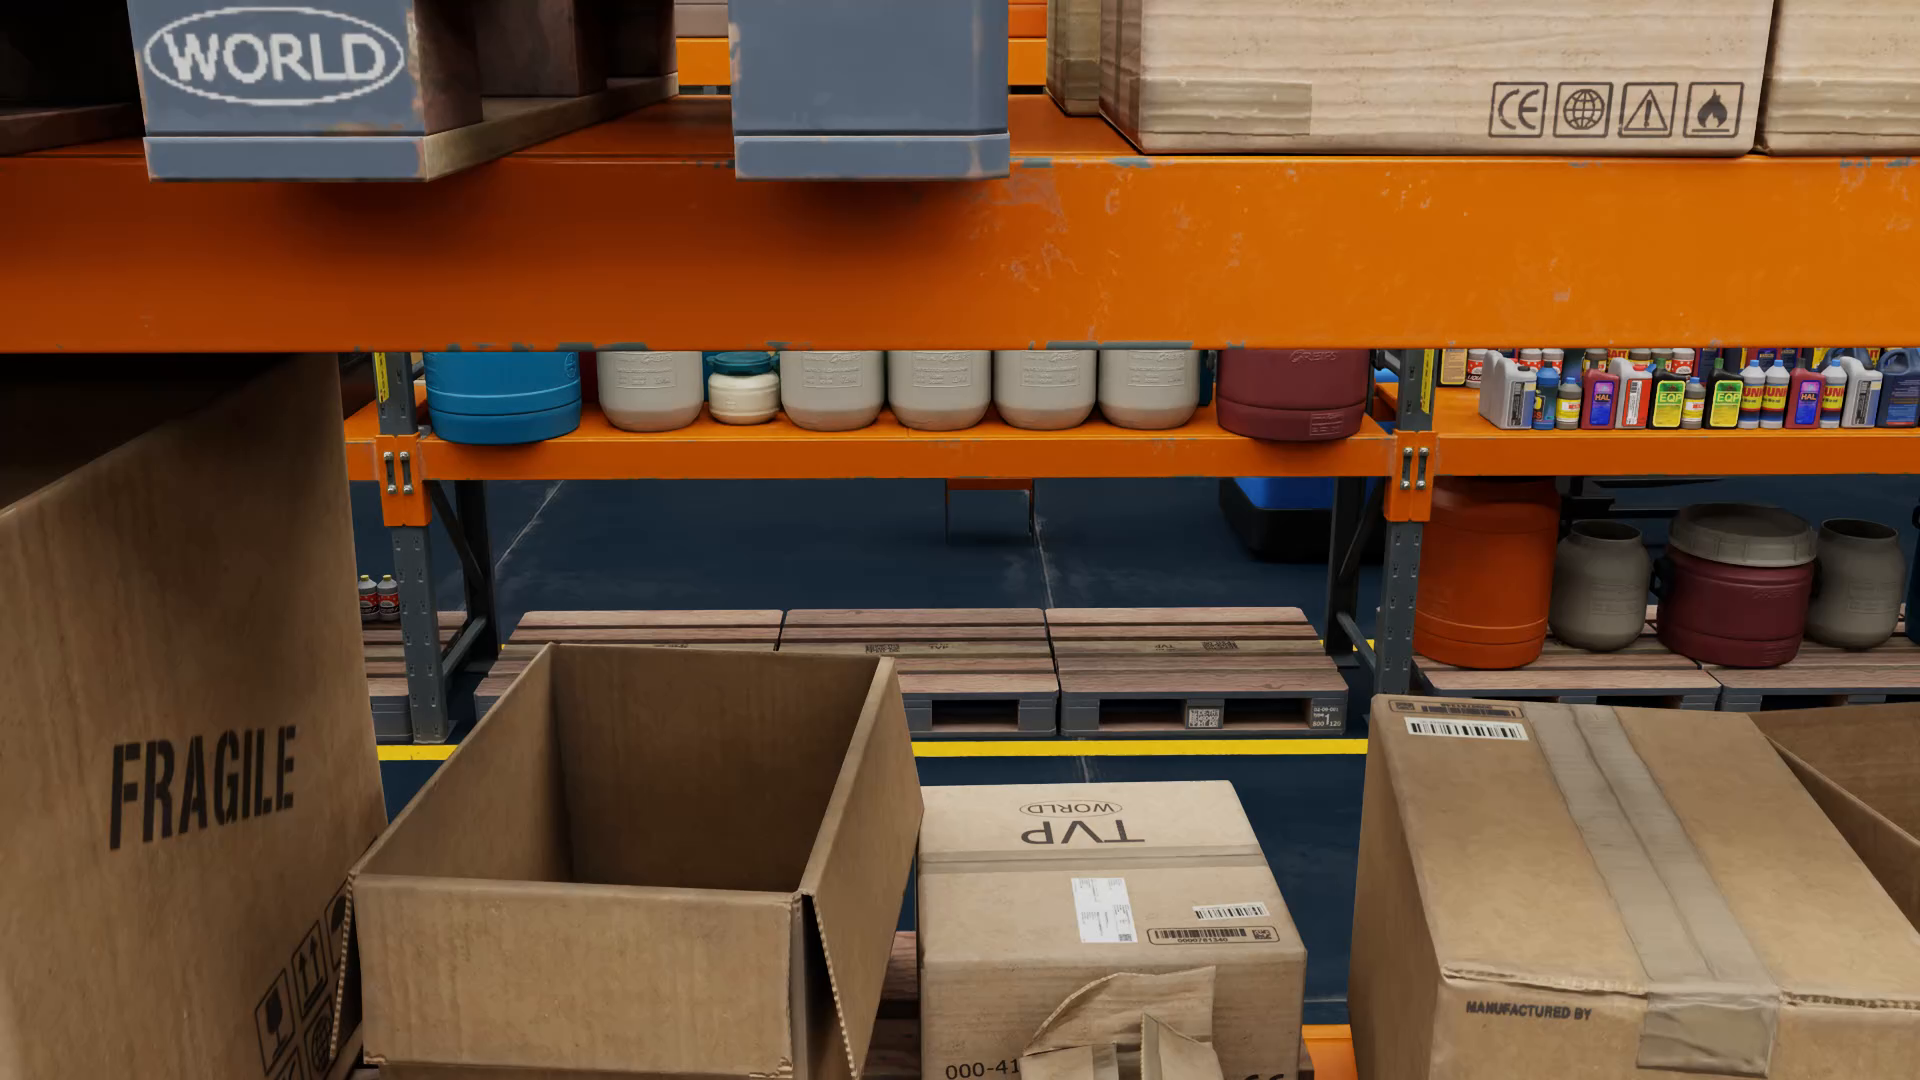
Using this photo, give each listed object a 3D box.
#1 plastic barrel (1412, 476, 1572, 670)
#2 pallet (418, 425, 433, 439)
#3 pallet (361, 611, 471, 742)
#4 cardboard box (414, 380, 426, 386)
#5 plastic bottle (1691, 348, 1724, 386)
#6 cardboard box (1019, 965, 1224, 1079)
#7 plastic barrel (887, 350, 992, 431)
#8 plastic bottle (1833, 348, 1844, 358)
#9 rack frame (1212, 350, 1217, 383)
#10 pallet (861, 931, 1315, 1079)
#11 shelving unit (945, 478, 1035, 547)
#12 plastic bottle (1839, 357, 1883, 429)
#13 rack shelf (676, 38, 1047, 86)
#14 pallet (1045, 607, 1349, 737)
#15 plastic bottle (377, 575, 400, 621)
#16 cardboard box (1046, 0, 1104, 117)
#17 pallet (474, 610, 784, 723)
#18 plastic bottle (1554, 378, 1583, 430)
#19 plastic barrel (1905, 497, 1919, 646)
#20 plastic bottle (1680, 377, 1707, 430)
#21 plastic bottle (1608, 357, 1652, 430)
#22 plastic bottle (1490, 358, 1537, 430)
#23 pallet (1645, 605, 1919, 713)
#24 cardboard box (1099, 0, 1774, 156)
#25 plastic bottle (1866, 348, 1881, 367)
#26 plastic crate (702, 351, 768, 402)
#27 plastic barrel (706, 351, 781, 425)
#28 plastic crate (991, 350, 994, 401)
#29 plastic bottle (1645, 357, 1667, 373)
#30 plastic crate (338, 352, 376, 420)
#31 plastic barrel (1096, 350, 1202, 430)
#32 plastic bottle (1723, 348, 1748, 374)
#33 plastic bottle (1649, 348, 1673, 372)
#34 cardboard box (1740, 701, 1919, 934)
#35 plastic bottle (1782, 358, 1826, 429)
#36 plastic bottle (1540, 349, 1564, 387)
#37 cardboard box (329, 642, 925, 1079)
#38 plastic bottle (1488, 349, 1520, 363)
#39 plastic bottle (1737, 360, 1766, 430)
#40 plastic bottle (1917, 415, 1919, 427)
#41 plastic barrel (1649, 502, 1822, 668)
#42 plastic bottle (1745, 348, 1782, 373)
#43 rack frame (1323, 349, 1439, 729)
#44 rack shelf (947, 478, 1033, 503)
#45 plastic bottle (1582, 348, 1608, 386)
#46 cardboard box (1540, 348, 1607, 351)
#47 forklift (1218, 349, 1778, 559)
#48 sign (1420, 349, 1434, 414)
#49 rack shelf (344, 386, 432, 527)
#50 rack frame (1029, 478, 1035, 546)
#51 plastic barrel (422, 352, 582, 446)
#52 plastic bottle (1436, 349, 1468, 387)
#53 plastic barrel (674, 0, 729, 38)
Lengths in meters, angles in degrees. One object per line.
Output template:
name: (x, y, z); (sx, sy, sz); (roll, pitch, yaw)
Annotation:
plastic barrel: (2.279, 0.078, 7.260); (0.708, 0.830, 0.600); (0, 18, -1)
pallet: (-4.303, -0.916, 12.058); (1.213, 0.211, 1.003); (0, 18, -1)
pallet: (-2.882, 0.589, 7.365); (1.213, 0.211, 1.003); (0, 18, -1)
cardboard box: (-3.744, -1.057, 11.747); (0.500, 0.250, 0.500); (0, 18, -1)
plastic bottle: (3.331, -0.830, 7.417); (0.133, 0.283, 0.061); (0, 18, -1)
cardboard box: (0.205, 0.719, 1.928); (0.258, 0.266, 0.396); (-1, 18, -2)
plastic barrel: (-0.083, -0.737, 6.712); (0.433, 0.535, 0.433); (0, 18, 0)
plastic bottle: (3.854, -0.778, 7.272); (0.097, 0.271, 0.097); (0, 18, 0)
rack frame: (1.716, -2.261, 11.686); (0.127, 3.000, 1.000); (0, 18, -1)
pallet: (-0.110, 0.878, 2.214); (1.213, 0.211, 1.003); (0, 18, -1)
shelving unit: (0.166, -0.572, 9.367); (0.503, 1.200, 0.258); (0, 18, -1)
plastic bottle: (3.615, -0.599, 6.708); (0.135, 0.276, 0.152); (0, 18, -1)
rack shelf: (-0.210, -1.824, 6.591); (4.000, 0.370, 1.077); (0, 18, -1)
pallet: (1.015, 0.571, 7.421); (1.213, 0.211, 1.003); (0, 18, -1)
plastic bottle: (-2.636, 0.262, 7.681); (0.097, 0.201, 0.097); (0, 18, 0)
cardboard box: (0.367, -0.660, 2.030); (0.500, 0.250, 0.500); (0, 18, 0)
pallet: (-1.425, 0.583, 7.384); (1.213, 0.211, 1.003); (0, 18, -1)
plastic bottle: (2.442, -0.550, 6.676); (0.097, 0.201, 0.097); (0, 18, 0)
plastic barrel: (4.537, 0.032, 7.283); (0.708, 0.901, 0.600); (0, 18, -1)
plastic bottle: (2.940, -0.552, 6.683); (0.097, 0.201, 0.097); (0, 18, 0)
plastic bottle: (2.691, -0.595, 6.694); (0.135, 0.276, 0.152); (0, 18, -1)
plastic bottle: (2.228, -0.593, 6.687); (0.135, 0.276, 0.152); (0, 18, -1)
pallet: (3.795, 0.558, 7.463); (1.213, 0.211, 1.003); (0, 18, -1)
cardboard box: (0.399, -0.507, 1.553); (0.500, 0.250, 0.500); (0, 18, 1)
plastic bottle: (4.047, -0.823, 7.412); (0.097, 0.271, 0.097); (0, 18, 0)
plastic crate: (-1.111, -0.822, 7.225); (0.575, 0.384, 0.392); (0, 18, -1)
plastic barrel: (-0.884, -0.623, 6.804); (0.301, 0.262, 0.301); (0, 18, 0)
plastic crate: (0.170, -0.864, 7.227); (0.583, 0.464, 0.402); (0, 18, -1)
plastic bottle: (2.806, -0.603, 6.728); (0.097, 0.271, 0.097); (0, 18, 0)
plastic crate: (-2.735, -0.736, 7.032); (0.504, 0.338, 0.767); (0, 18, -1)
plastic barrel: (0.765, -0.731, 6.734); (0.421, 0.512, 0.421); (0, 18, 0)
plastic bottle: (3.490, -0.851, 7.369); (0.185, 0.351, 0.144); (0, 18, -1)
plastic bottle: (3.118, -0.785, 7.409); (0.097, 0.201, 0.097); (0, 18, 0)
cardboard box: (1.329, 0.532, 2.128); (0.500, 0.500, 0.500); (-2, 18, -8)
plastic bottle: (3.384, -0.588, 6.660); (0.133, 0.283, 0.061); (0, 18, -1)
plastic bottle: (2.632, -0.782, 7.401); (0.097, 0.201, 0.097); (0, 18, 0)
cardboard box: (-0.399, 0.498, 2.228); (0.637, 0.503, 0.797); (2, 18, 5)
plastic bottle: (2.419, -0.826, 7.403); (0.133, 0.283, 0.061); (0, 18, -1)
plastic bottle: (3.171, -0.587, 6.676); (0.097, 0.271, 0.097); (0, 18, 0)
plastic bottle: (3.934, -0.590, 6.668); (0.133, 0.283, 0.061); (0, 18, -1)
plastic barrel: (3.408, 0.187, 7.314); (0.708, 0.588, 0.600); (0, 18, -1)
plastic bottle: (3.518, -0.787, 7.282); (0.133, 0.283, 0.061); (0, 18, -1)
rack frame: (1.790, -0.748, 6.969); (0.127, 3.000, 1.000); (0, 18, -1)
rack shelf: (0.166, -0.319, 9.448); (0.480, 0.148, 0.258); (0, 18, -1)
plastic bottle: (2.826, -0.783, 7.404); (0.097, 0.201, 0.097); (0, 18, 0)
cardboard box: (4.230, -1.208, 11.773); (0.500, 0.500, 0.500); (0, 18, 0)
forklift: (3.090, -1.443, 9.248); (3.031, 2.935, 1.130); (-1, 18, -3)
sign: (1.806, -0.658, 6.421); (0.005, 0.325, 0.100); (0, 18, -1)
rack shelf: (-4.209, -0.377, 6.989); (4.000, 0.370, 1.077); (0, 18, -1)
rack frame: (0.409, -0.573, 9.370); (0.015, 1.200, 0.240); (0, 18, -1)
plastic barrel: (-1.818, -0.877, 6.550); (0.708, 0.901, 0.600); (0, 18, -1)
plastic bottle: (2.188, -0.825, 7.400); (0.133, 0.283, 0.061); (0, 18, -1)
plastic barrel: (-1.050, -2.468, 6.599); (0.600, 0.901, 0.600); (0, 18, 0)
